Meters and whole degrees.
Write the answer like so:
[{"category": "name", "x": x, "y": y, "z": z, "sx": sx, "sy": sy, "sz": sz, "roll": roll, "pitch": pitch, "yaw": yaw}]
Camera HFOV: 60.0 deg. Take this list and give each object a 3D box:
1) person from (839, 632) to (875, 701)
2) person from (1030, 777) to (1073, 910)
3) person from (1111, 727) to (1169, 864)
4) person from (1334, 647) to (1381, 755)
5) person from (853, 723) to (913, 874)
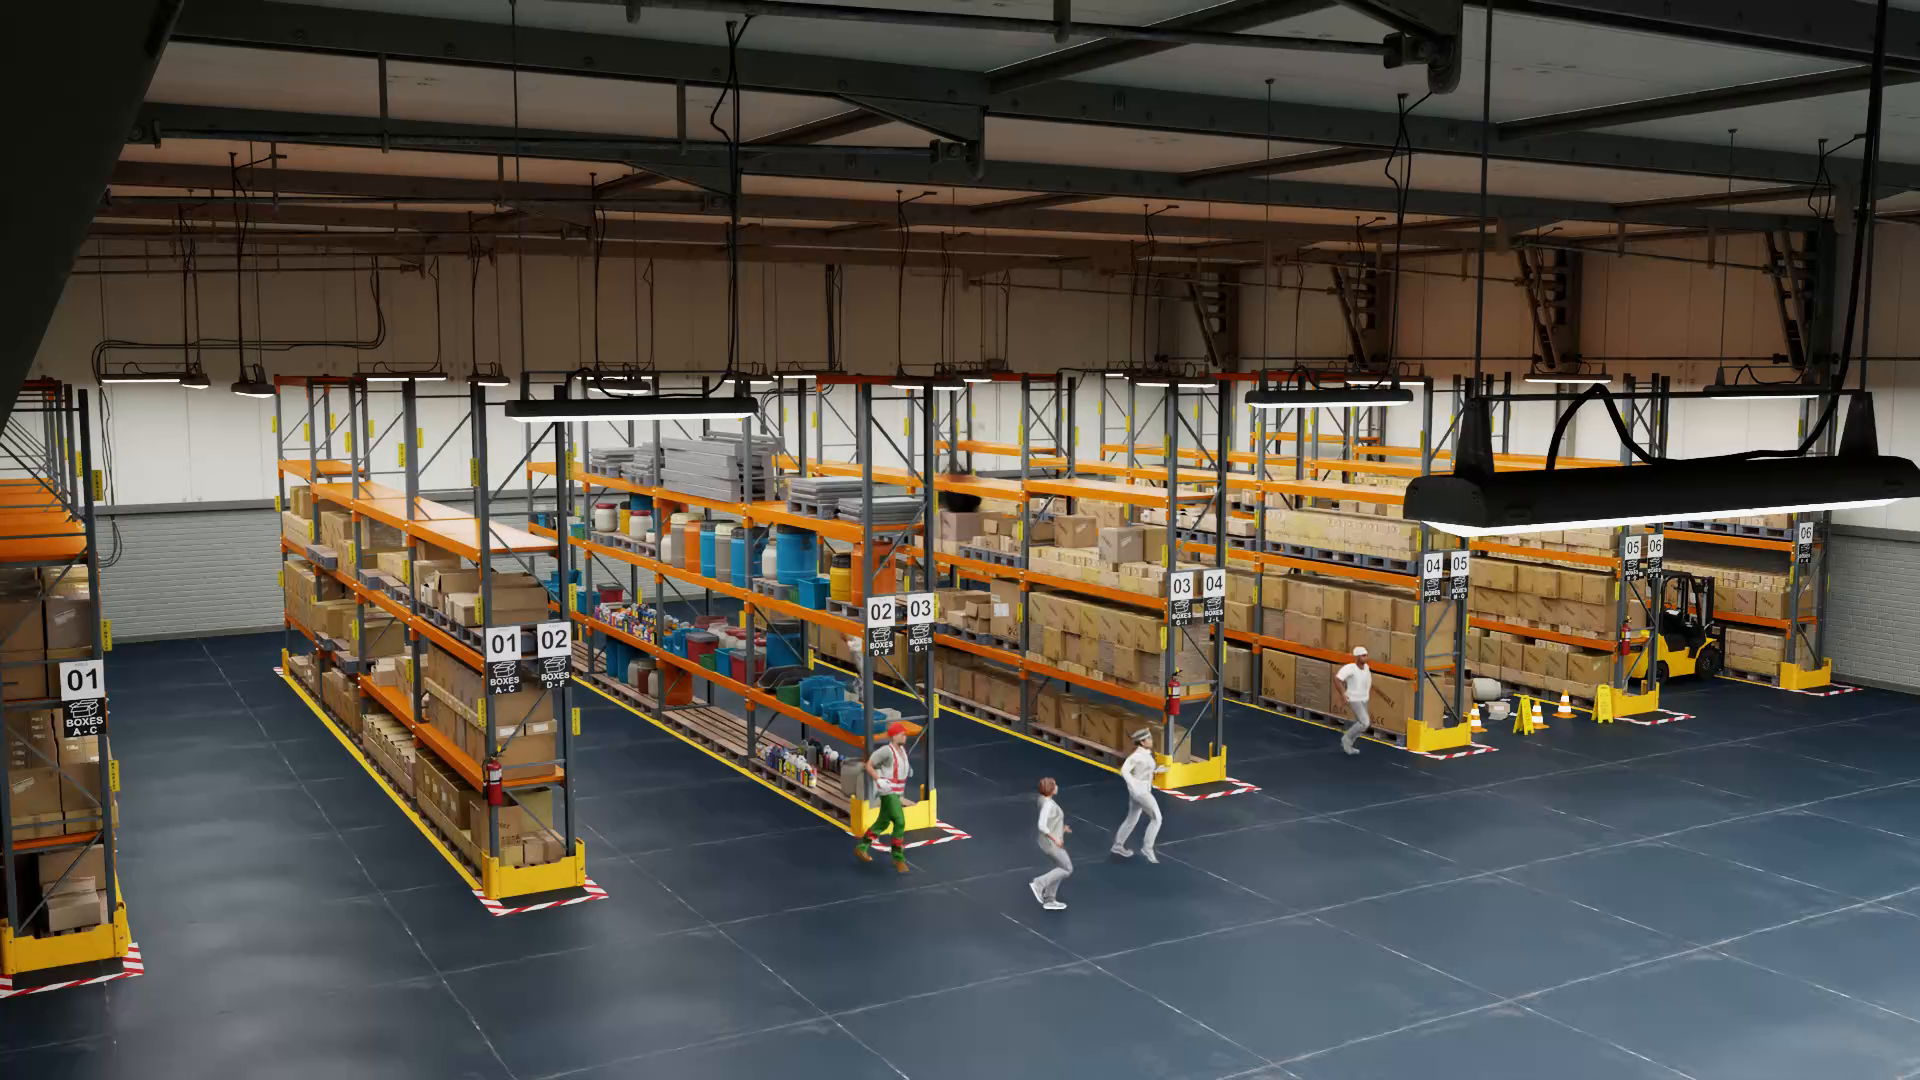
[{"category": "person", "x": -1.747, "y": 1.955, "z": 29.404, "sx": 0.694, "sy": 1.759, "sz": 0.735, "roll": -5, "pitch": 8, "yaw": -37}, {"category": "person", "x": 1.044, "y": 3.481, "z": 19.059, "sx": 0.512, "sy": 1.552, "sz": 0.507, "roll": -1, "pitch": 6, "yaw": -6}, {"category": "person", "x": 2.275, "y": 3.216, "z": 20.983, "sx": 0.729, "sy": 1.755, "sz": 0.578, "roll": 0, "pitch": 6, "yaw": 3}, {"category": "person", "x": 6.384, "y": 2.561, "z": 26.543, "sx": 0.703, "sy": 1.728, "sz": 0.609, "roll": -6, "pitch": 9, "yaw": -44}, {"category": "person", "x": -0.893, "y": 3.194, "z": 20.838, "sx": 0.834, "sy": 1.804, "sz": 0.731, "roll": 2, "pitch": 7, "yaw": 20}]
